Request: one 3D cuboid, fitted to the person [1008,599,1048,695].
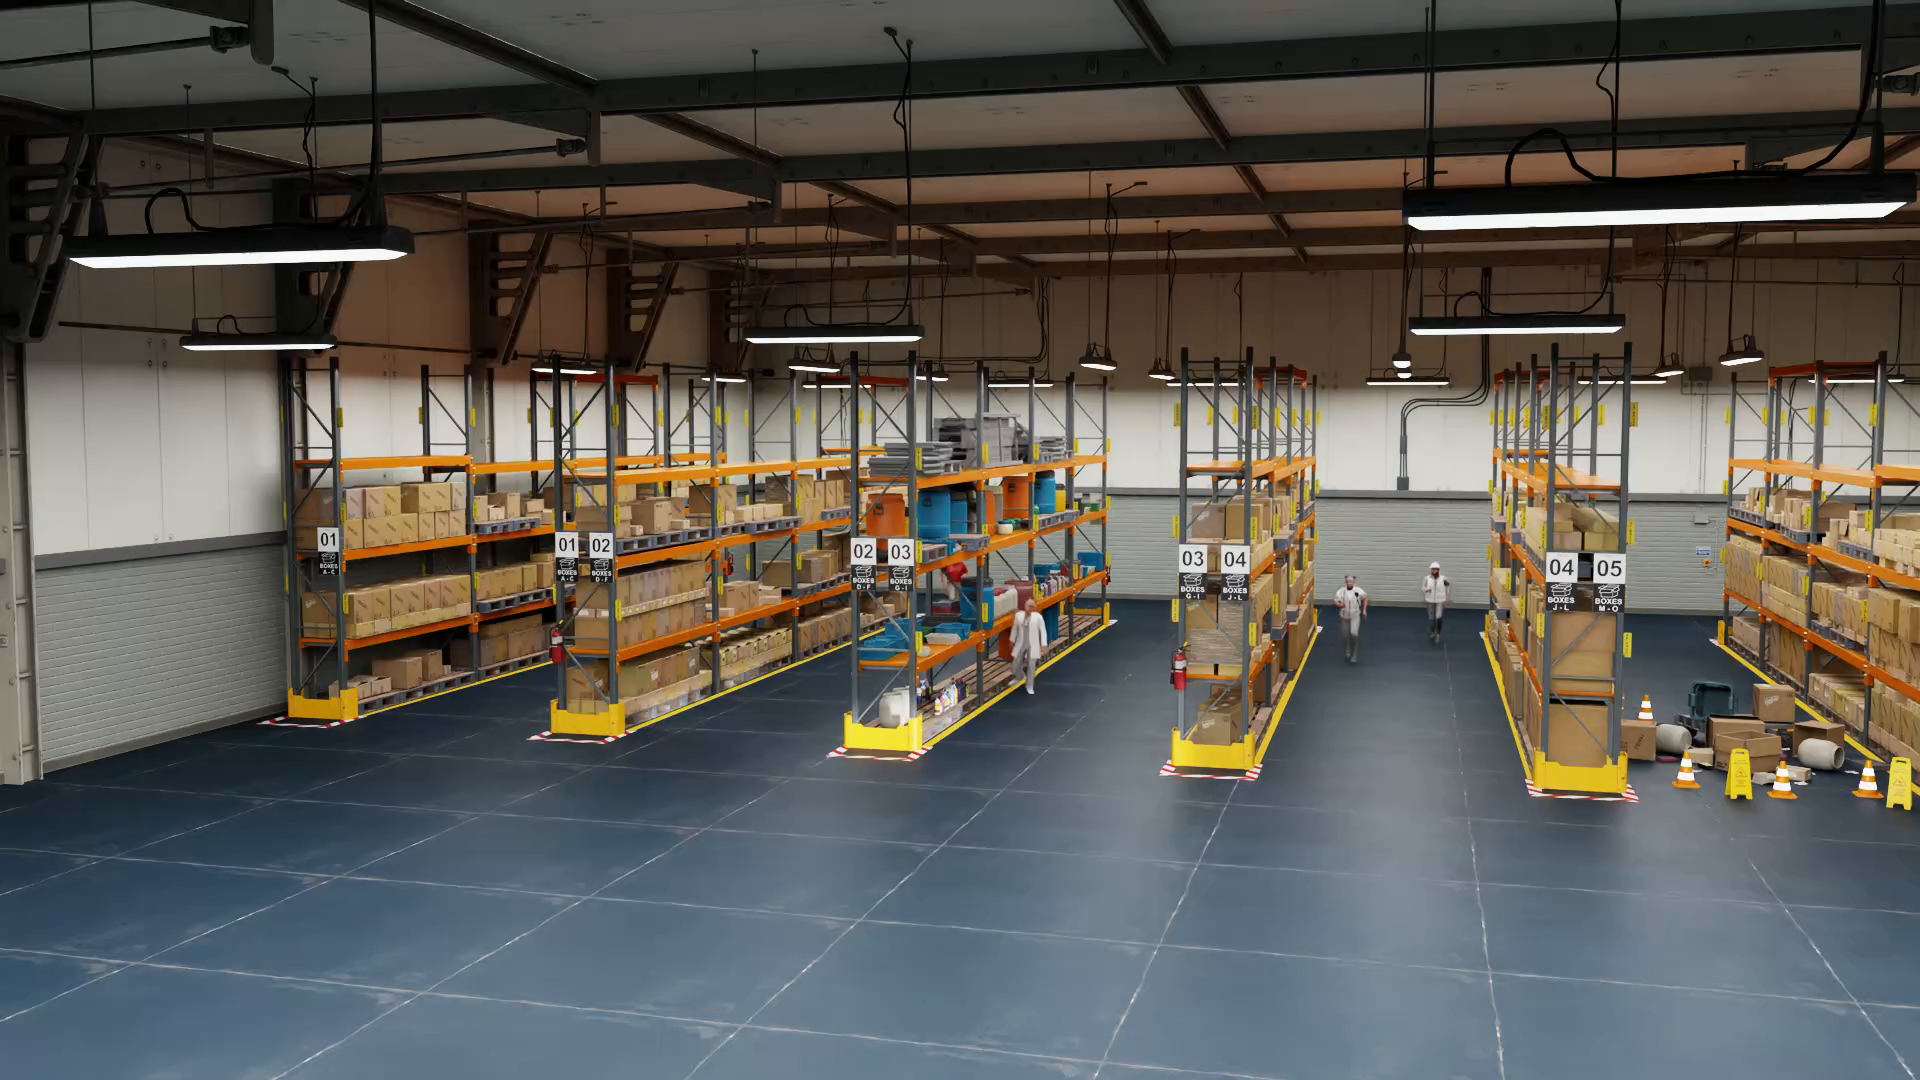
[{"bbox_3d":[1.243,1.916,30.266,0.808,1.740,0.681,1,4,14],"label":"person"}]

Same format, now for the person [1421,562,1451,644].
[{"bbox_3d":[10.595,1.402,37.067,0.630,1.826,0.832,2,5,22],"label":"person"}]

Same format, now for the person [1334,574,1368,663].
[{"bbox_3d":[8.030,1.617,34.250,0.632,1.838,0.853,2,4,21],"label":"person"}]

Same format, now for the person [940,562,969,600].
[{"bbox_3d":[-0.130,1.179,40.775,0.701,1.728,0.755,-1,4,-9],"label":"person"}]
